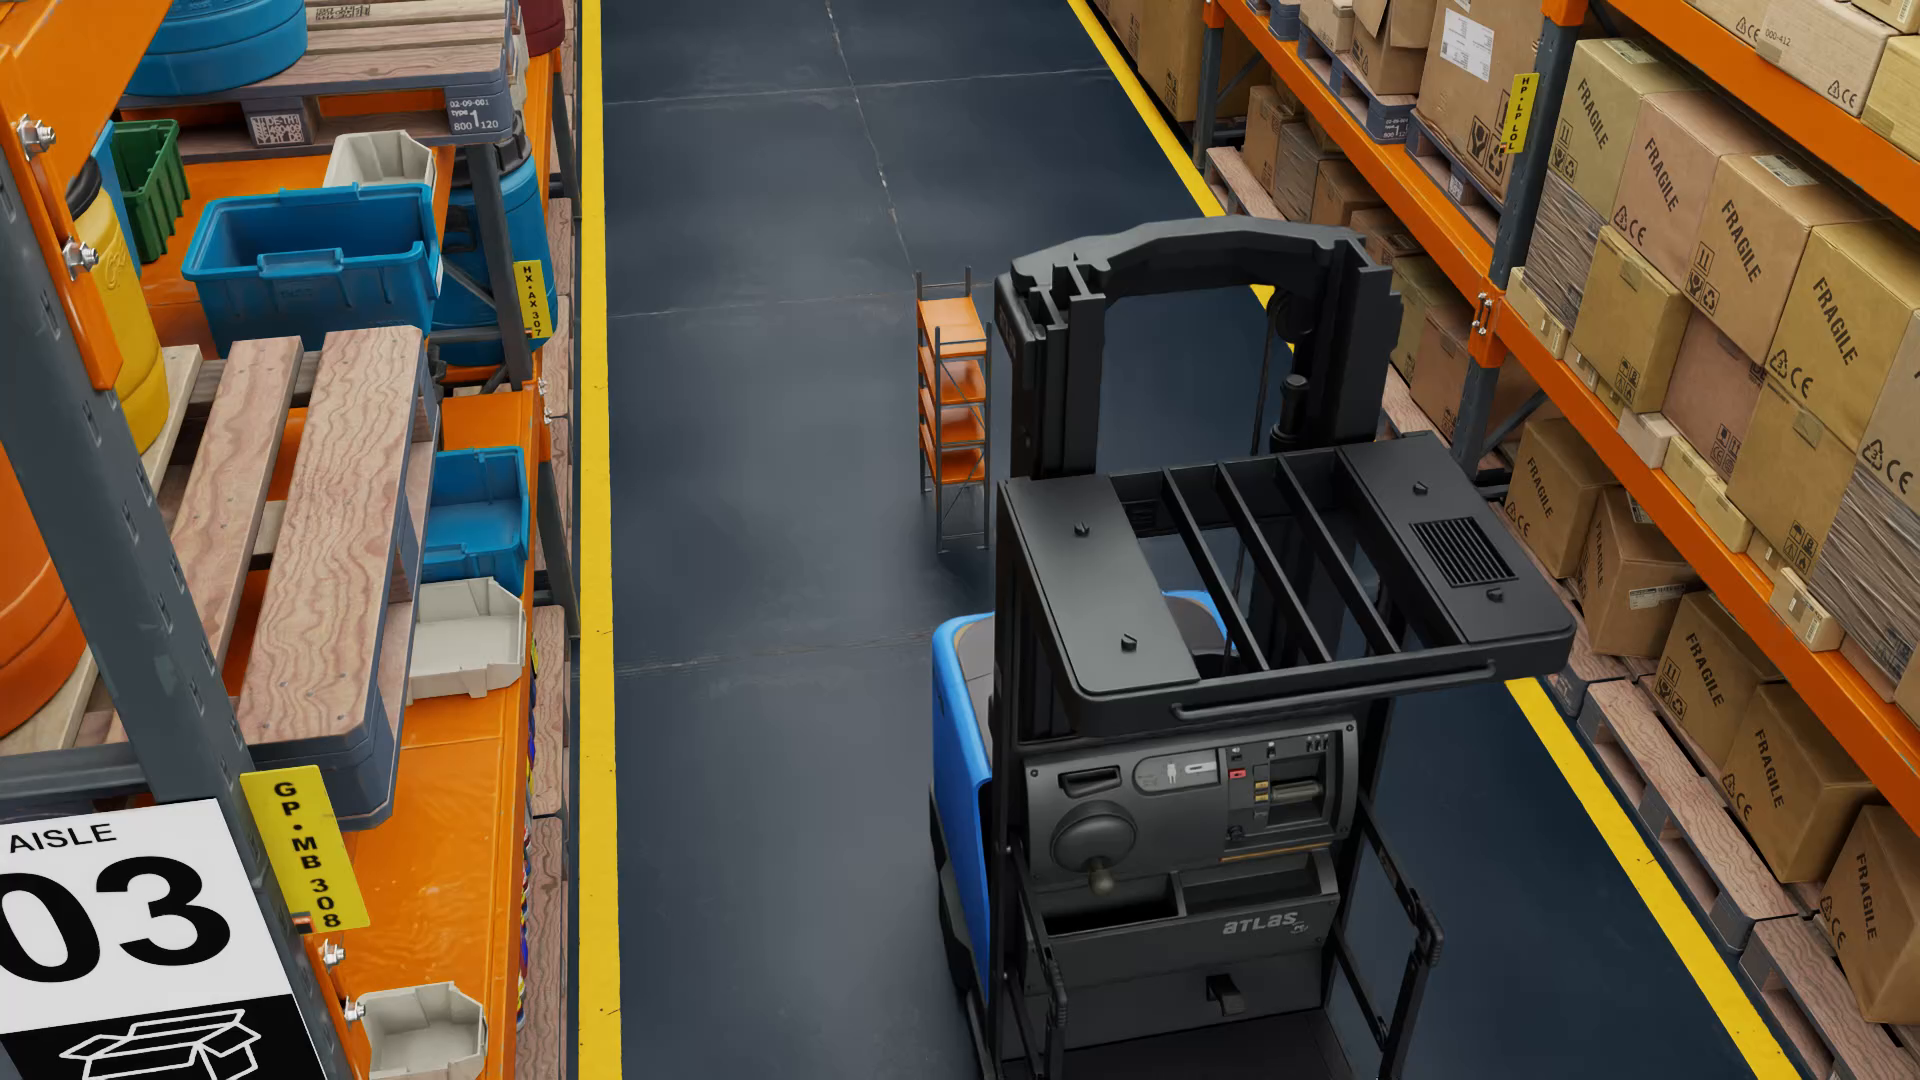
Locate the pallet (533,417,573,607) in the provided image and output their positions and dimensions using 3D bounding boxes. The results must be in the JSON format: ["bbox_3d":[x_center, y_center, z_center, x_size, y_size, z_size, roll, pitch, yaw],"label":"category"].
[{"bbox_3d":[-2.320,-0.108,7.716,1.003,0.211,1.213,-6,38,-8],"label":"pallet"}]

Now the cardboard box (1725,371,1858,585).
[{"bbox_3d":[3.037,-0.246,5.298,0.875,0.500,0.500,-6,38,-8],"label":"cardboard box"}]

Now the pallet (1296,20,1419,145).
[{"bbox_3d":[2.418,-2.420,8.577,1.003,0.211,1.213,-6,38,-8],"label":"pallet"}]

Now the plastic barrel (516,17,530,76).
[{"bbox_3d":[-2.455,-2.600,8.561,0.421,0.512,0.421,0,38,0],"label":"plastic barrel"}]

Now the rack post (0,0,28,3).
[{"bbox_3d":[-1.450,-0.964,2.064,0.937,0.300,0.954,-2,38,-3],"label":"rack post"}]

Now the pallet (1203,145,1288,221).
[{"bbox_3d":[2.166,-2.114,10.299,1.003,0.211,1.213,-6,38,-8],"label":"pallet"}]

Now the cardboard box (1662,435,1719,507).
[{"bbox_3d":[2.717,-0.258,5.841,0.380,0.149,0.250,-6,38,-8],"label":"cardboard box"}]

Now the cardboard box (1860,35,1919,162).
[{"bbox_3d":[2.834,-1.159,4.475,0.500,0.250,0.500,-7,38,-9],"label":"cardboard box"}]

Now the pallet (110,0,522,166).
[{"bbox_3d":[-1.922,-1.423,4.846,1.213,0.211,1.003,-6,38,-8],"label":"pallet"}]

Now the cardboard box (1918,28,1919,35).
[{"bbox_3d":[2.830,-1.389,4.445,0.380,0.149,0.250,-5,38,-7],"label":"cardboard box"}]

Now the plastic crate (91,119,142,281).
[{"bbox_3d":[-2.074,-0.620,3.671,0.392,0.384,0.575,-6,38,-8],"label":"plastic crate"}]

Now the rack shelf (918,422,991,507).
[{"bbox_3d":[-0.029,-0.364,7.674,0.258,0.148,0.480,-6,38,-8],"label":"rack shelf"}]

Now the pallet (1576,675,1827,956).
[{"bbox_3d":[3.102,0.970,6.329,1.003,0.211,1.213,-6,38,-8],"label":"pallet"}]

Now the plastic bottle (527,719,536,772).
[{"bbox_3d":[-1.644,0.728,6.223,0.061,0.283,0.133,-4,38,-5],"label":"plastic bottle"}]

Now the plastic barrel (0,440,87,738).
[{"bbox_3d":[-1.653,-0.122,2.325,0.600,0.830,0.708,-6,38,-8],"label":"plastic barrel"}]

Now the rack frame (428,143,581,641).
[{"bbox_3d":[-2.144,-0.739,6.256,1.000,3.000,0.127,-6,38,-8],"label":"rack frame"}]

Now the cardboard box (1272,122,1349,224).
[{"bbox_3d":[2.278,-2.138,9.736,0.700,0.500,0.500,-9,39,-12],"label":"cardboard box"}]

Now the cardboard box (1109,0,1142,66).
[{"bbox_3d":[1.782,-3.972,11.808,1.225,0.875,0.875,-6,38,-8],"label":"cardboard box"}]

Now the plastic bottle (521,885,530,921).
[{"bbox_3d":[-1.532,1.185,5.645,0.097,0.271,0.097,0,38,0],"label":"plastic bottle"}]

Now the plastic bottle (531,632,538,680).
[{"bbox_3d":[-1.735,0.415,6.626,0.061,0.283,0.133,-4,38,-6],"label":"plastic bottle"}]

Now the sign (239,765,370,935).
[{"bbox_3d":[-0.901,0.433,2.296,0.100,0.325,0.005,-6,38,-8],"label":"sign"}]

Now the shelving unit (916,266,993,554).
[{"bbox_3d":[-0.029,-0.574,7.511,0.258,1.200,0.503,-6,38,-8],"label":"shelving unit"}]

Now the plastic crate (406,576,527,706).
[{"bbox_3d":[-1.610,0.319,5.109,0.530,0.136,0.437,-6,38,-8],"label":"plastic crate"}]

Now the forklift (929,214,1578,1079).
[{"bbox_3d":[0.677,0.789,4.345,1.130,2.935,3.031,-7,38,-9],"label":"forklift"}]

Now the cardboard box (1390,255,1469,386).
[{"bbox_3d":[2.581,-1.121,8.427,0.700,0.500,0.500,-6,38,-8],"label":"cardboard box"}]

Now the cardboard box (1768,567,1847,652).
[{"bbox_3d":[2.814,0.199,5.253,0.380,0.149,0.250,-6,38,-8],"label":"cardboard box"}]

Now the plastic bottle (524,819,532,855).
[{"bbox_3d":[-1.585,1.029,5.903,0.097,0.201,0.097,0,38,0],"label":"plastic bottle"}]

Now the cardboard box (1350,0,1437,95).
[{"bbox_3d":[2.337,-2.515,8.116,0.797,0.503,0.637,-3,38,-3],"label":"cardboard box"}]

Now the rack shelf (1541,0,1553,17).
[{"bbox_3d":[2.381,-3.380,7.797,1.077,0.370,4.000,-6,38,-8],"label":"rack shelf"}]

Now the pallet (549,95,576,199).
[{"bbox_3d":[-3.025,-2.525,10.828,1.003,0.211,1.213,-6,38,-8],"label":"pallet"}]

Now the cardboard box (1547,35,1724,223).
[{"bbox_3d":[2.561,-1.524,6.128,0.500,0.500,0.500,-6,38,-8],"label":"cardboard box"}]

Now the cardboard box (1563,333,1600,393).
[{"bbox_3d":[2.576,-0.709,6.423,0.380,0.149,0.250,-6,38,-8],"label":"cardboard box"}]

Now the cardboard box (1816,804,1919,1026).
[{"bbox_3d":[3.202,1.230,5.417,0.500,0.500,0.500,3,38,4],"label":"cardboard box"}]

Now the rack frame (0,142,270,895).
[{"bbox_3d":[-1.443,-0.692,1.305,1.000,3.000,0.127,-6,38,-8],"label":"rack frame"}]

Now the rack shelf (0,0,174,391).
[{"bbox_3d":[-1.794,-1.458,3.204,1.077,0.370,4.000,-6,38,-8],"label":"rack shelf"}]

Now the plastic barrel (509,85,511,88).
[{"bbox_3d":[-2.225,-1.837,7.559,0.433,0.535,0.433,0,38,0],"label":"plastic barrel"}]

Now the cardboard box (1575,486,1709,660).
[{"bbox_3d":[2.871,0.141,6.819,0.500,0.500,0.500,5,38,7],"label":"cardboard box"}]

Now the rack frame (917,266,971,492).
[{"bbox_3d":[-0.072,-0.721,7.700,0.240,1.200,0.015,-6,38,-8],"label":"rack frame"}]

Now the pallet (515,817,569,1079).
[{"bbox_3d":[-1.850,1.511,5.633,1.003,0.211,1.213,-6,38,-8],"label":"pallet"}]

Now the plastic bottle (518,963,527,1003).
[{"bbox_3d":[-1.472,1.418,5.403,0.097,0.201,0.097,0,38,0],"label":"plastic bottle"}]

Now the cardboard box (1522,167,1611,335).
[{"bbox_3d":[2.750,-1.150,6.461,0.875,0.500,0.500,-6,38,-8],"label":"cardboard box"}]

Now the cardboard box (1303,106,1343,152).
[{"bbox_3d":[2.281,-2.449,9.525,0.500,0.250,0.500,-2,38,-3],"label":"cardboard box"}]

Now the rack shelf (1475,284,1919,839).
[{"bbox_3d":[3.083,0.221,5.607,1.077,0.370,4.000,-6,38,-8],"label":"rack shelf"}]

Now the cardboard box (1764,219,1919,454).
[{"bbox_3d":[2.836,-0.619,4.963,0.500,0.500,0.500,-6,38,-8],"label":"cardboard box"}]
